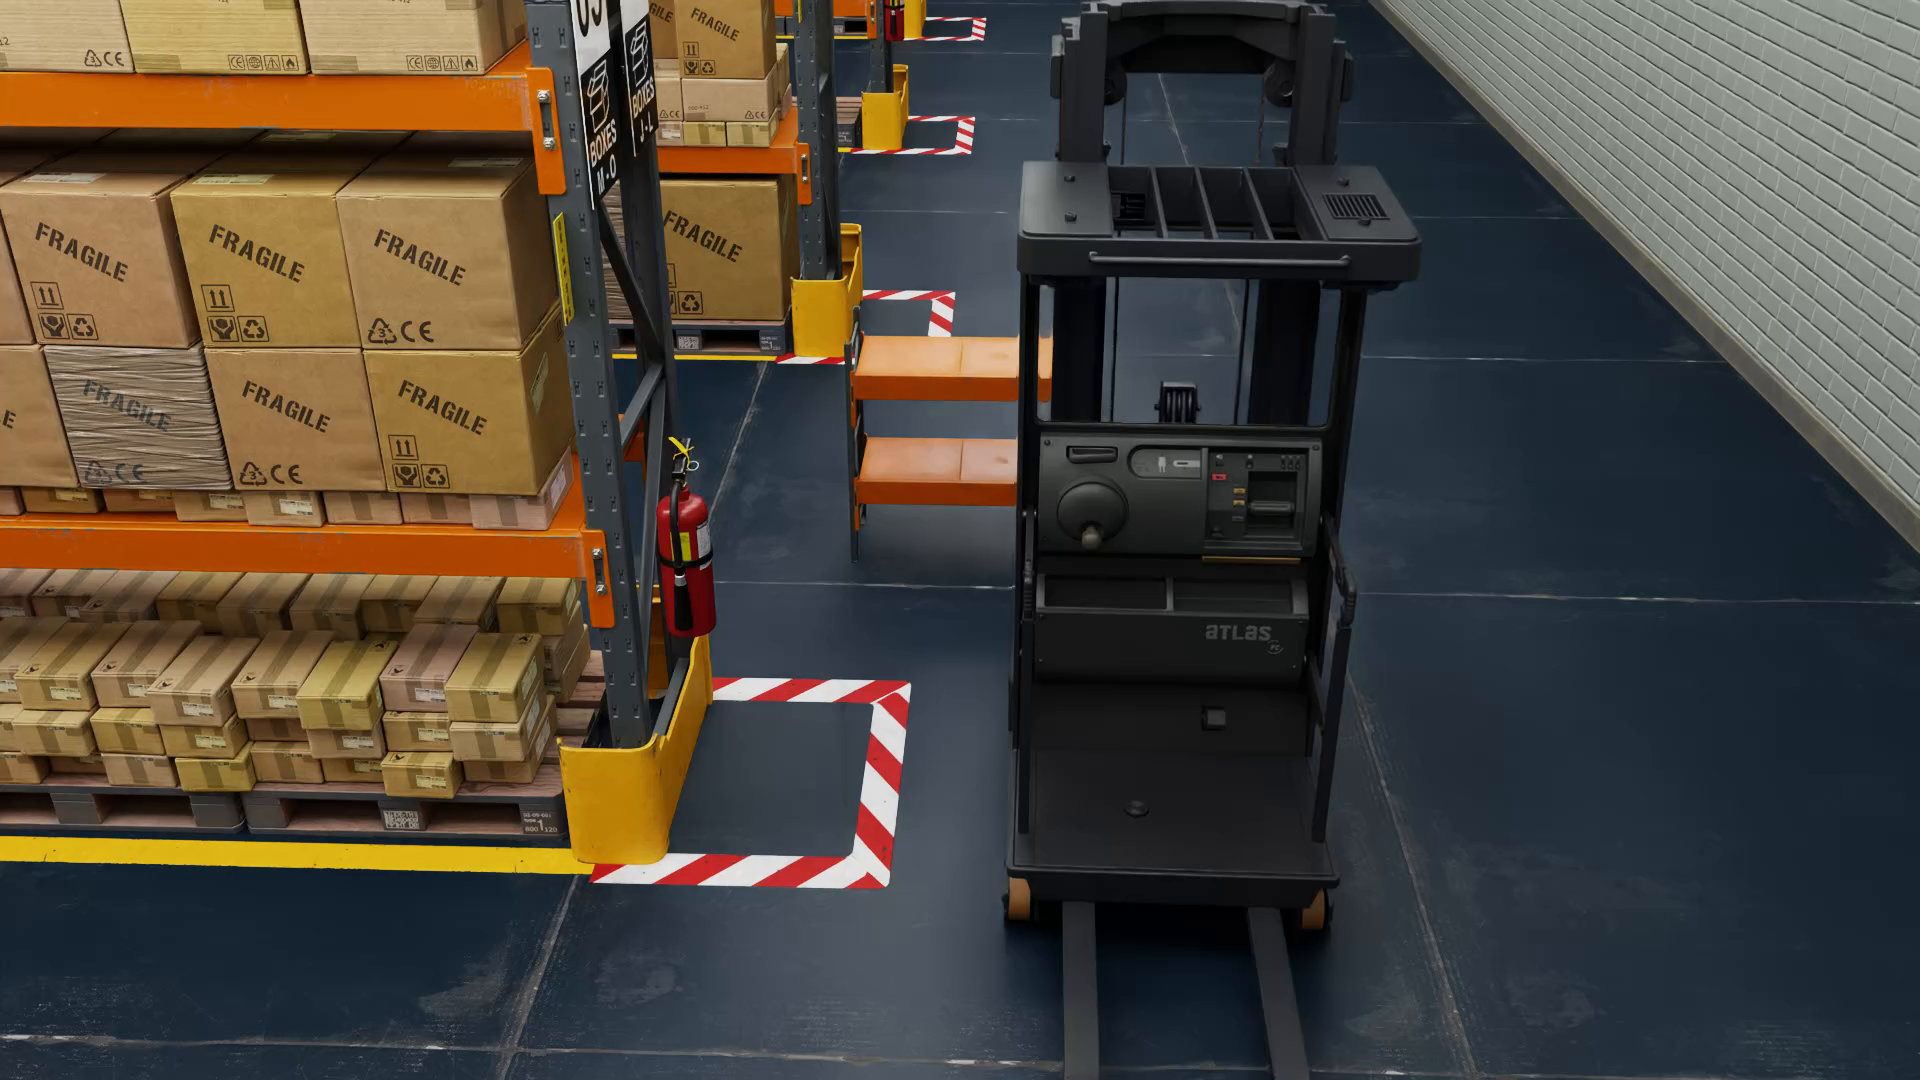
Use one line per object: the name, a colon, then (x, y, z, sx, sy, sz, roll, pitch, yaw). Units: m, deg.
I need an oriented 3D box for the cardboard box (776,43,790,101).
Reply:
cardboard box: (-1.347, -2.941, 10.439, 0.500, 0.250, 0.500, 0, 28, 0)

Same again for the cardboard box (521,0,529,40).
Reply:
cardboard box: (-1.593, -1.808, 5.416, 0.500, 0.250, 0.500, 2, 28, 4)

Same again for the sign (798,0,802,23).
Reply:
sign: (-0.910, -3.104, 9.414, 0.005, 0.325, 0.100, 1, 28, 2)

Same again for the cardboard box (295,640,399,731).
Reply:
cardboard box: (-2.203, 0.523, 6.021, 0.250, 0.149, 0.380, 0, 28, 1)

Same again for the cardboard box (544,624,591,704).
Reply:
cardboard box: (-1.665, 0.494, 6.712, 0.250, 0.149, 0.380, 2, 28, 3)

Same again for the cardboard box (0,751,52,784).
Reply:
cardboard box: (-3.500, 0.745, 6.238, 0.250, 0.149, 0.380, 0, 28, 0)

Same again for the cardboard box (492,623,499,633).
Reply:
cardboard box: (-1.939, 0.361, 6.644, 0.250, 0.149, 0.380, 1, 28, 2)

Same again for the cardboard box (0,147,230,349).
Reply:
cardboard box: (-2.645, -0.943, 5.335, 0.500, 0.500, 0.500, 2, 28, 4)

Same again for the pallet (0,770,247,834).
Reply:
pallet: (-3.256, 0.757, 6.596, 1.213, 0.211, 1.003, 1, 28, 2)

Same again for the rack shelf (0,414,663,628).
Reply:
rack shelf: (-3.152, -0.137, 6.074, 4.000, 0.370, 1.077, 1, 28, 2)

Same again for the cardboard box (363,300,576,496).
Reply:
cardboard box: (-1.611, -0.485, 5.537, 0.500, 0.500, 0.500, 2, 28, 3)

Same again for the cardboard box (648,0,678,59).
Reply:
cardboard box: (-1.847, -3.281, 10.279, 0.500, 0.500, 0.500, 0, 28, 1)

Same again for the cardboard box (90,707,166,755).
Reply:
cardboard box: (-2.983, 0.622, 6.151, 0.250, 0.149, 0.380, 2, 28, 4)

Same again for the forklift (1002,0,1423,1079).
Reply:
forklift: (0.720, -0.110, 5.328, 1.130, 2.935, 3.031, 1, 28, 3)

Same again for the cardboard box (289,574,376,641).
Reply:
cardboard box: (-2.442, 0.244, 6.548, 0.250, 0.149, 0.380, 0, 28, -1)

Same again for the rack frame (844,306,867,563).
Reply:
rack frame: (-0.501, -0.505, 8.002, 0.032, 1.125, 0.500, 1, 28, 2)

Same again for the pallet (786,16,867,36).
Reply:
pallet: (-1.396, -6.161, 19.646, 1.213, 0.211, 1.003, 1, 28, 2)

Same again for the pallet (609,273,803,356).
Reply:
pallet: (-1.679, -1.486, 10.829, 1.213, 0.211, 1.003, 1, 28, 2)

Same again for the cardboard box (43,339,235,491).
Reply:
cardboard box: (-2.633, -0.499, 5.565, 0.500, 0.500, 0.500, 1, 28, 2)

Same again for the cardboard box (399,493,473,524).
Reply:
cardboard box: (-1.736, -0.206, 5.704, 0.250, 0.149, 0.380, 1, 28, 2)

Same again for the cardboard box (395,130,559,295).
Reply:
cardboard box: (-1.592, -1.171, 5.764, 0.500, 0.500, 0.500, 1, 28, 1)

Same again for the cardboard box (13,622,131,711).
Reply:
cardboard box: (-3.253, 0.464, 6.133, 0.250, 0.149, 0.380, 1, 28, 2)

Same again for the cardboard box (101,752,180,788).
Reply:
cardboard box: (-2.985, 0.753, 6.223, 0.250, 0.149, 0.380, 1, 28, 3)

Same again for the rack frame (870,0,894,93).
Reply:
rack frame: (-0.702, -5.060, 14.593, 0.127, 3.000, 1.000, 1, 28, 2)

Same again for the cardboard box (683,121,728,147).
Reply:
cardboard box: (-1.504, -2.486, 10.006, 0.250, 0.149, 0.380, 1, 28, 2)

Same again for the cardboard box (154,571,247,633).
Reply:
cardboard box: (-2.981, 0.209, 6.613, 0.250, 0.149, 0.380, 1, 28, 3)

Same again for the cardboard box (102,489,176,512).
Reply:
cardboard box: (-2.773, -0.247, 5.781, 0.250, 0.149, 0.380, 0, 28, 0)

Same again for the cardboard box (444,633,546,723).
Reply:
cardboard box: (-1.691, 0.499, 6.066, 0.250, 0.149, 0.380, 1, 28, 2)

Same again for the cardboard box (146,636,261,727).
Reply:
cardboard box: (-2.730, 0.511, 6.044, 0.250, 0.149, 0.380, 2, 28, 4)

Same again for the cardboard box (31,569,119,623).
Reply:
cardboard box: (-3.480, 0.194, 6.641, 0.250, 0.149, 0.380, 0, 28, 0)

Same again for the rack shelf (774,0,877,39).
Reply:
rack shelf: (-2.701, -4.775, 14.824, 4.000, 0.370, 1.077, 1, 28, 2)

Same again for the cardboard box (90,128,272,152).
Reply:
cardboard box: (-2.616, -1.195, 5.810, 0.500, 0.500, 0.500, 0, 28, 1)

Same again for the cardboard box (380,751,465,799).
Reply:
cardboard box: (-1.947, 0.784, 6.164, 0.250, 0.149, 0.380, 2, 28, 3)

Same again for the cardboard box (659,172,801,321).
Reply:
cardboard box: (-1.519, -1.962, 10.568, 0.875, 0.875, 0.875, 1, 28, 2)

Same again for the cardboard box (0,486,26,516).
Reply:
cardboard box: (-3.292, -0.237, 5.764, 0.250, 0.149, 0.380, 2, 28, 4)

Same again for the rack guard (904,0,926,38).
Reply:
rack guard: (-0.599, -6.276, 19.555, 0.348, 0.500, 1.175, 1, 28, 2)

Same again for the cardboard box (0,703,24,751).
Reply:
cardboard box: (-3.505, 0.615, 6.165, 0.250, 0.149, 0.380, 1, 28, 1)

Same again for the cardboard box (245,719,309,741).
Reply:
cardboard box: (-2.475, 0.585, 6.221, 0.250, 0.149, 0.380, 1, 28, 1)

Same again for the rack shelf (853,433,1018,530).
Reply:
rack shelf: (0.007, -0.281, 8.101, 1.000, 0.278, 0.538, 1, 28, 2)

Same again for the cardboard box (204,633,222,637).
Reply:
cardboard box: (-2.980, 0.398, 6.574, 0.250, 0.149, 0.380, 2, 28, 4)

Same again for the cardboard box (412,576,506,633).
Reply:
cardboard box: (-1.944, 0.273, 6.492, 0.250, 0.149, 0.380, 1, 28, 3)

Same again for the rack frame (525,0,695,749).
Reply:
rack frame: (-1.153, -0.422, 5.843, 0.127, 3.000, 1.000, 1, 28, 2)

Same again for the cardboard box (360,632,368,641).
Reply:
cardboard box: (-2.439, 0.343, 6.678, 0.250, 0.149, 0.380, 2, 28, 3)

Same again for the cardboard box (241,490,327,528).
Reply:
cardboard box: (-2.243, -0.196, 5.686, 0.250, 0.149, 0.380, 2, 28, 3)

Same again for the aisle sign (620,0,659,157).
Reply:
aisle sign: (-1.069, -1.710, 5.497, 0.004, 0.787, 0.394, 1, 28, 2)

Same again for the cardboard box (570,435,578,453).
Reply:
cardboard box: (-1.465, -0.470, 6.202, 0.250, 0.149, 0.380, 1, 28, 1)

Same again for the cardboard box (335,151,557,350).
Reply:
cardboard box: (-1.619, -0.930, 5.311, 0.500, 0.500, 0.500, 0, 28, 1)

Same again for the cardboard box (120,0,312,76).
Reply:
cardboard box: (-2.127, -1.570, 4.966, 0.500, 0.250, 0.500, 1, 28, 2)

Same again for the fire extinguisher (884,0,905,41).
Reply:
fire extinguisher: (-0.567, -4.646, 14.293, 0.183, 0.674, 0.296, 1, 28, 2)

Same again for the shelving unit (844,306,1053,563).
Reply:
shelving unit: (0.007, -0.497, 7.986, 1.048, 1.125, 0.538, 1, 28, 2)

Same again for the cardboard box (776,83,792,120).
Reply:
cardboard box: (-1.220, -2.791, 10.581, 0.250, 0.149, 0.380, 1, 28, 2)

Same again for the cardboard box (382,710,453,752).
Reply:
cardboard box: (-1.950, 0.616, 6.163, 0.250, 0.149, 0.380, 0, 28, 1)

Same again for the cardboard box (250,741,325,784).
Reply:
cardboard box: (-2.455, 0.742, 6.244, 0.250, 0.149, 0.380, 1, 28, 2)

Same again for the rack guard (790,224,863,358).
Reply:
rack guard: (-0.853, -1.637, 10.804, 0.348, 0.500, 1.175, 1, 28, 2)

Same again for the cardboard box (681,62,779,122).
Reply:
cardboard box: (-1.371, -2.691, 9.966, 0.500, 0.250, 0.500, 1, 28, 1)
